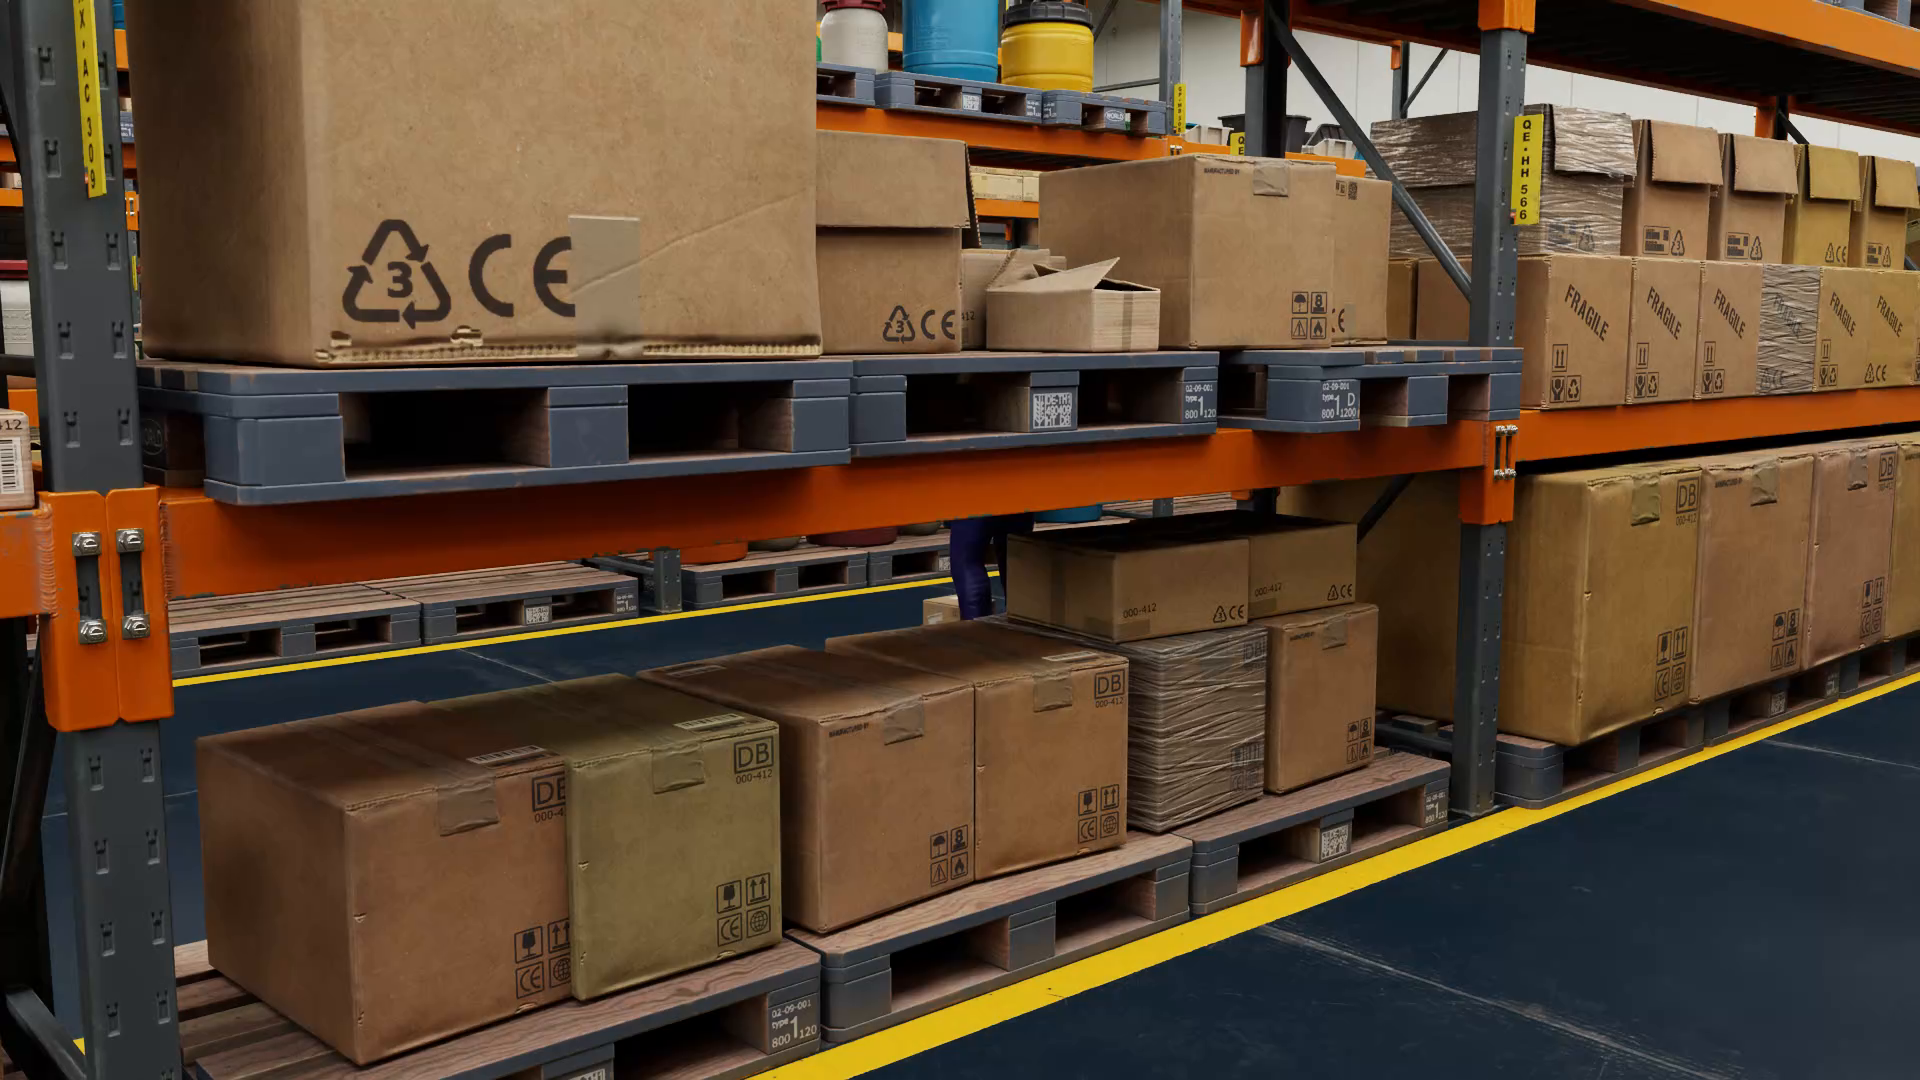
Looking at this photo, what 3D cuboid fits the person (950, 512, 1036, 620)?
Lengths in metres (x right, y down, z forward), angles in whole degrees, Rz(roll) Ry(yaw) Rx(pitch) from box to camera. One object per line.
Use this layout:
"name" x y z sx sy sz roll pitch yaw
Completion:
"person" 0.155 -0.258 7.774 0.561 1.651 0.377 -7 11 -44
